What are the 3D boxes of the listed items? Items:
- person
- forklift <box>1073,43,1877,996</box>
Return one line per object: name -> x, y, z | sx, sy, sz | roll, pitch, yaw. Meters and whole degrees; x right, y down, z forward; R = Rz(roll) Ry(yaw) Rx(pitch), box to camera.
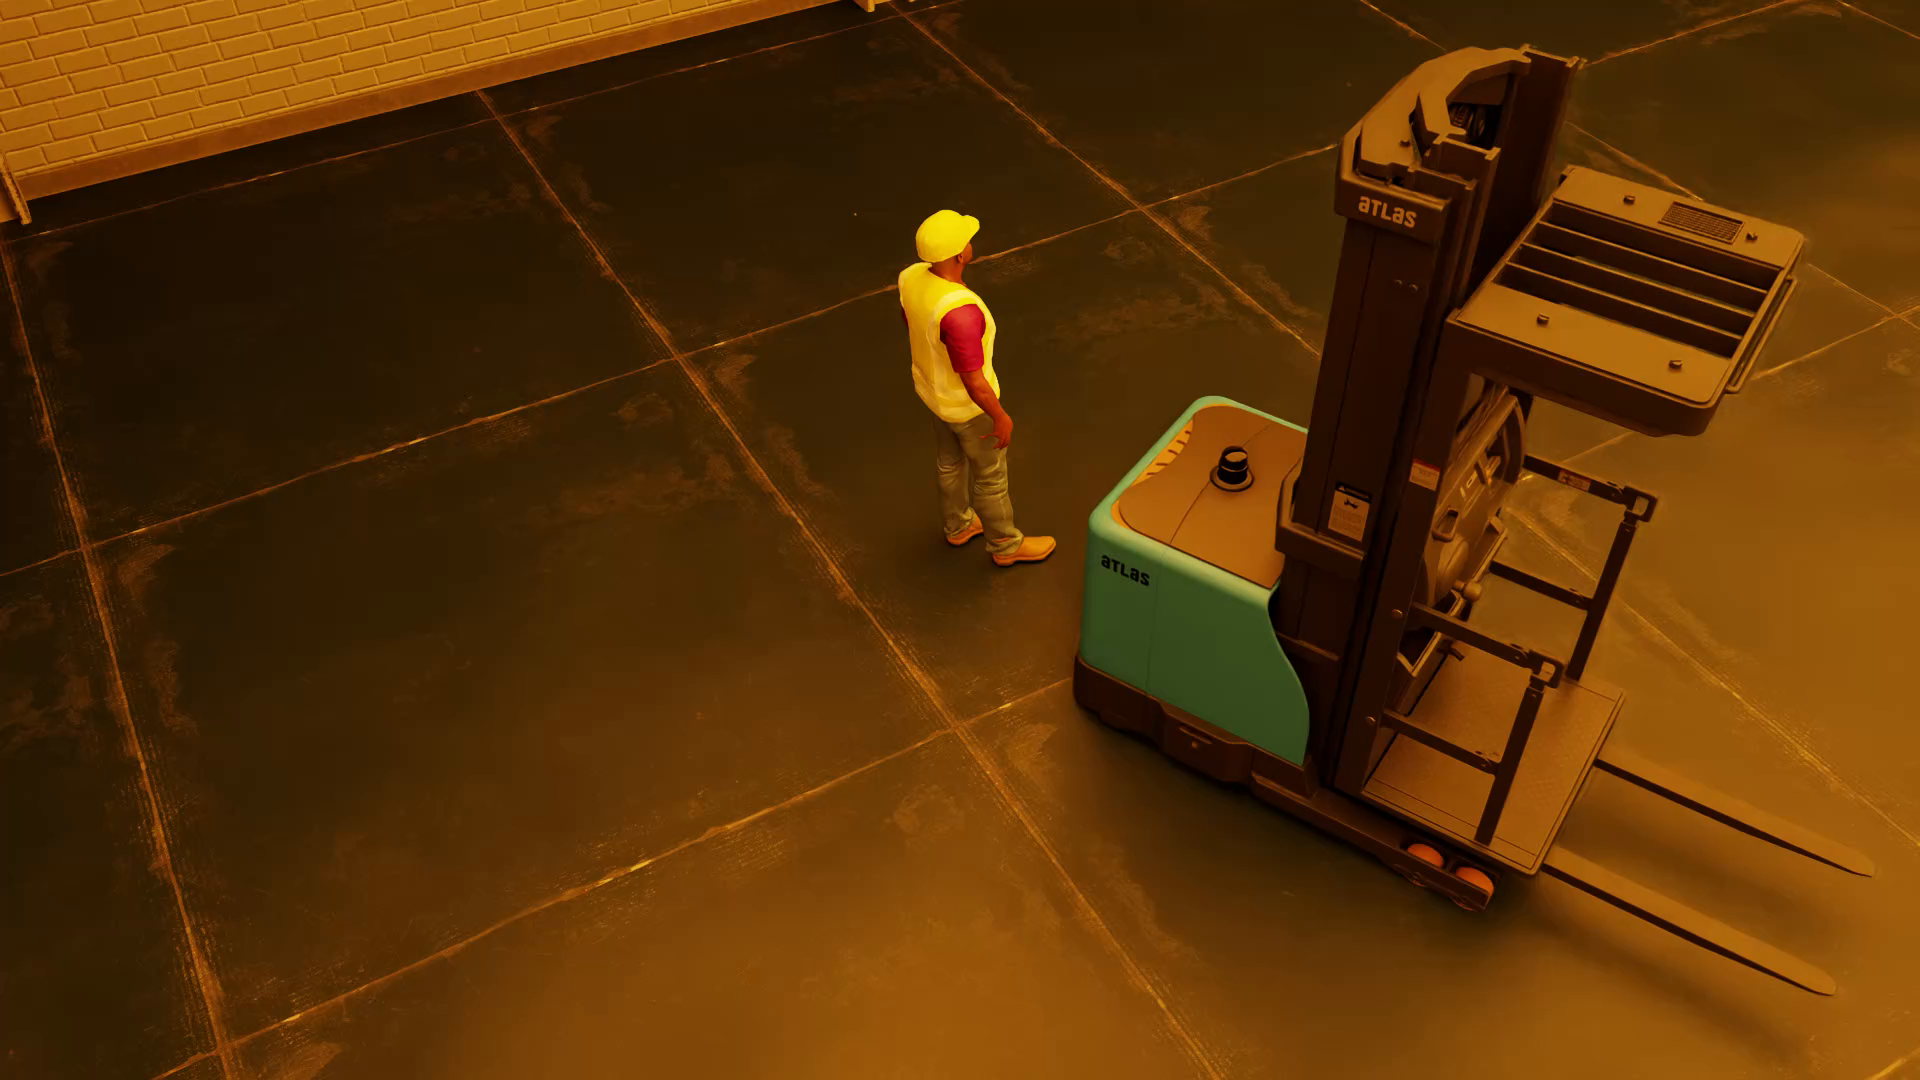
person -> 0.063, -0.674, 7.270 | 0.575, 1.768, 0.666 | -21, 47, -21
forklift -> 1.985, -0.083, 5.787 | 3.031, 2.935, 1.130 | 25, 48, 24
